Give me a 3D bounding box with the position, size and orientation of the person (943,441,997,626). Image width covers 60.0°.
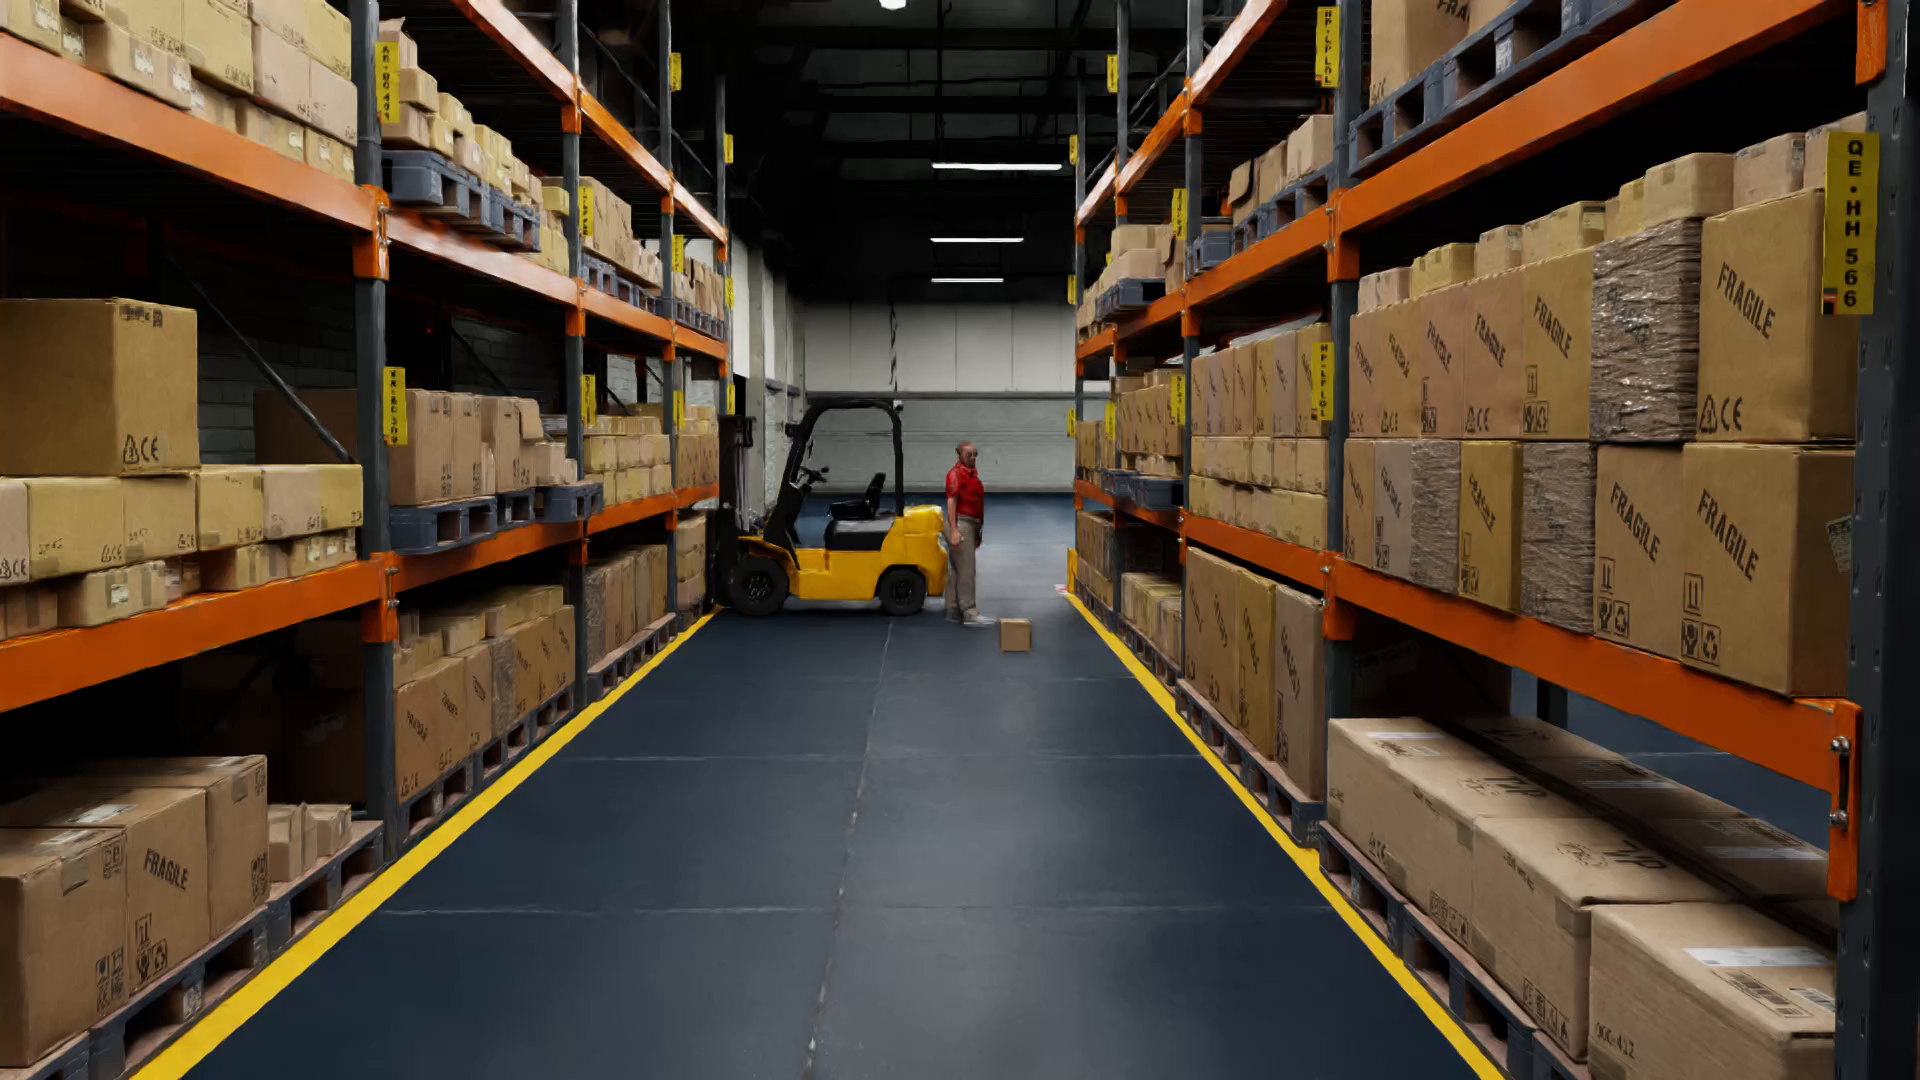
[{"bbox_3d":[0.087,-0.067,15.544,0.594,1.723,0.659,1,4,15],"label":"person"}]
